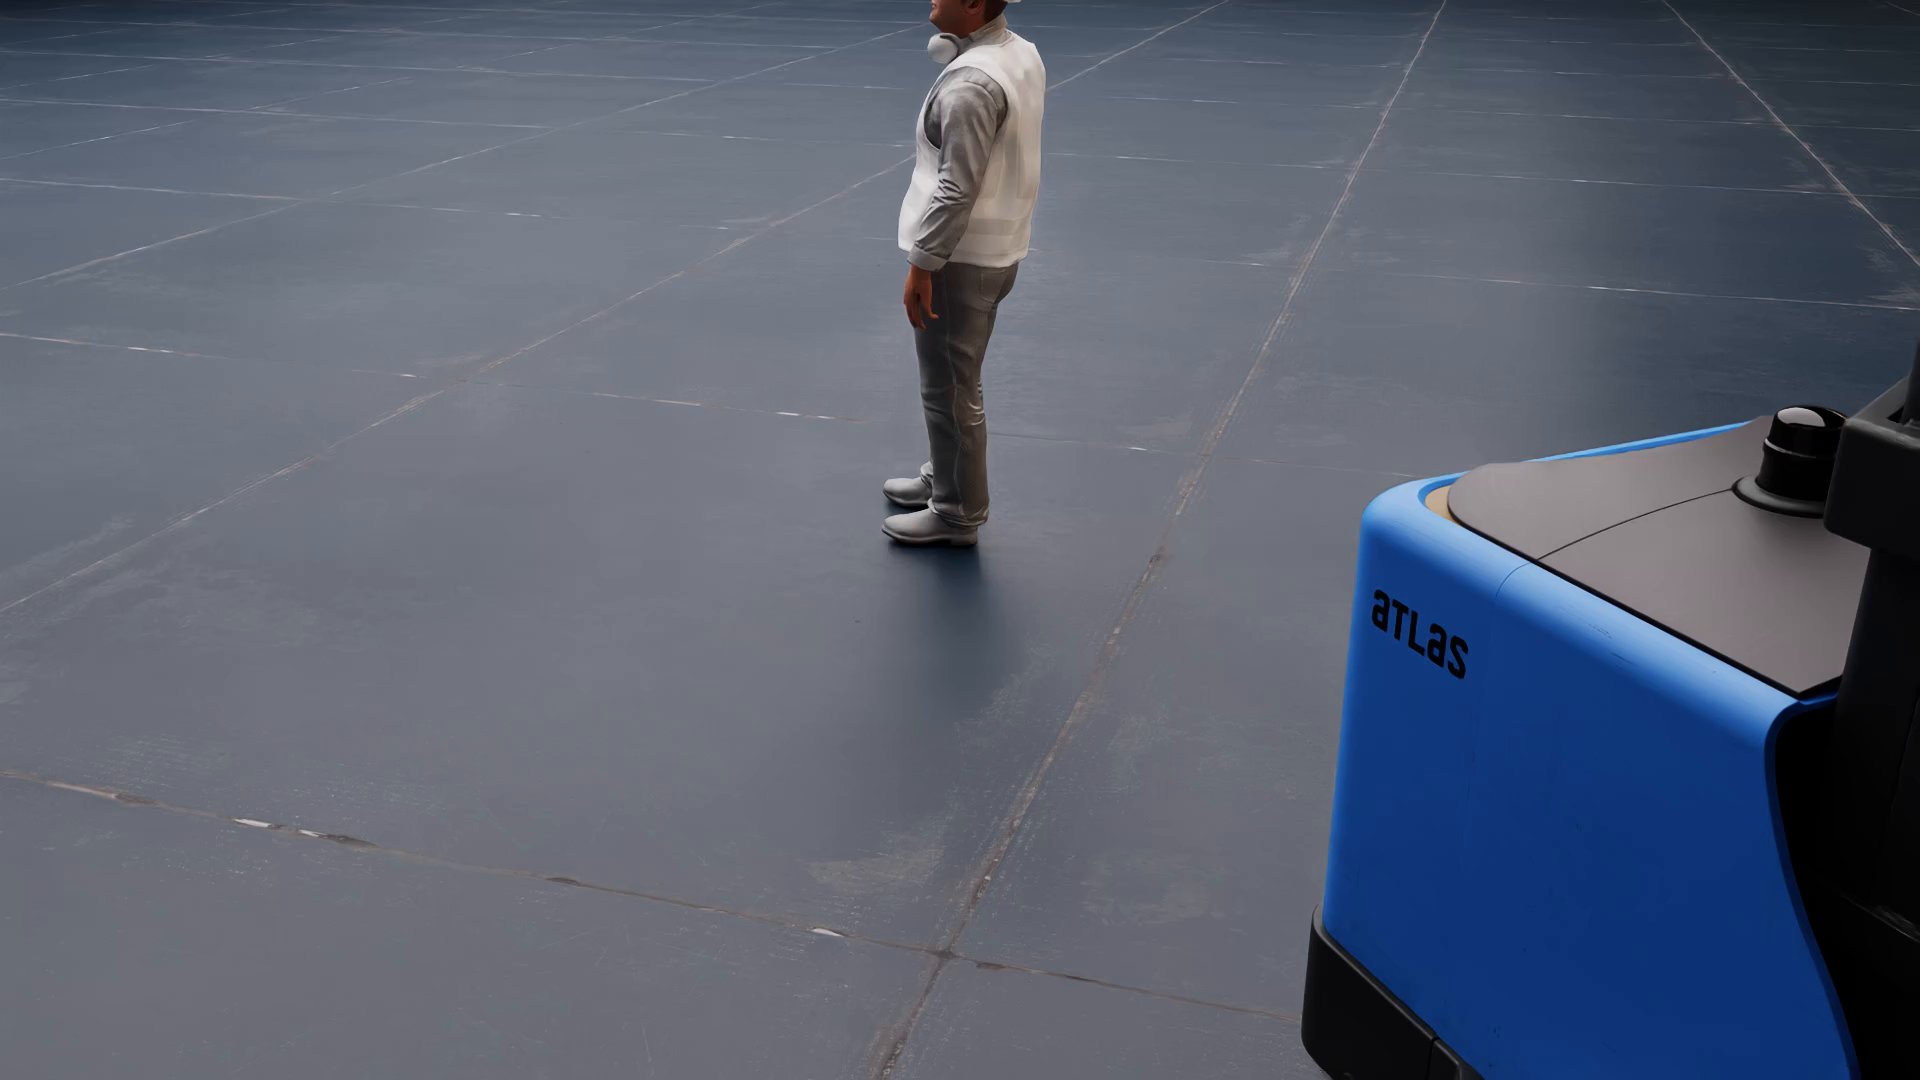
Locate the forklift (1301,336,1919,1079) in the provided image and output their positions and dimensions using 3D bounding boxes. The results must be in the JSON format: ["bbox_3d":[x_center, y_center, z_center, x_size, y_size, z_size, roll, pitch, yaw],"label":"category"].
[{"bbox_3d":[1.653,-0.005,1.292,1.130,2.935,3.031,-10,24,-22],"label":"forklift"}]

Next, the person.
[{"bbox_3d":[-0.057,-0.837,4.803,0.568,1.773,0.632,7,23,16],"label":"person"}]
